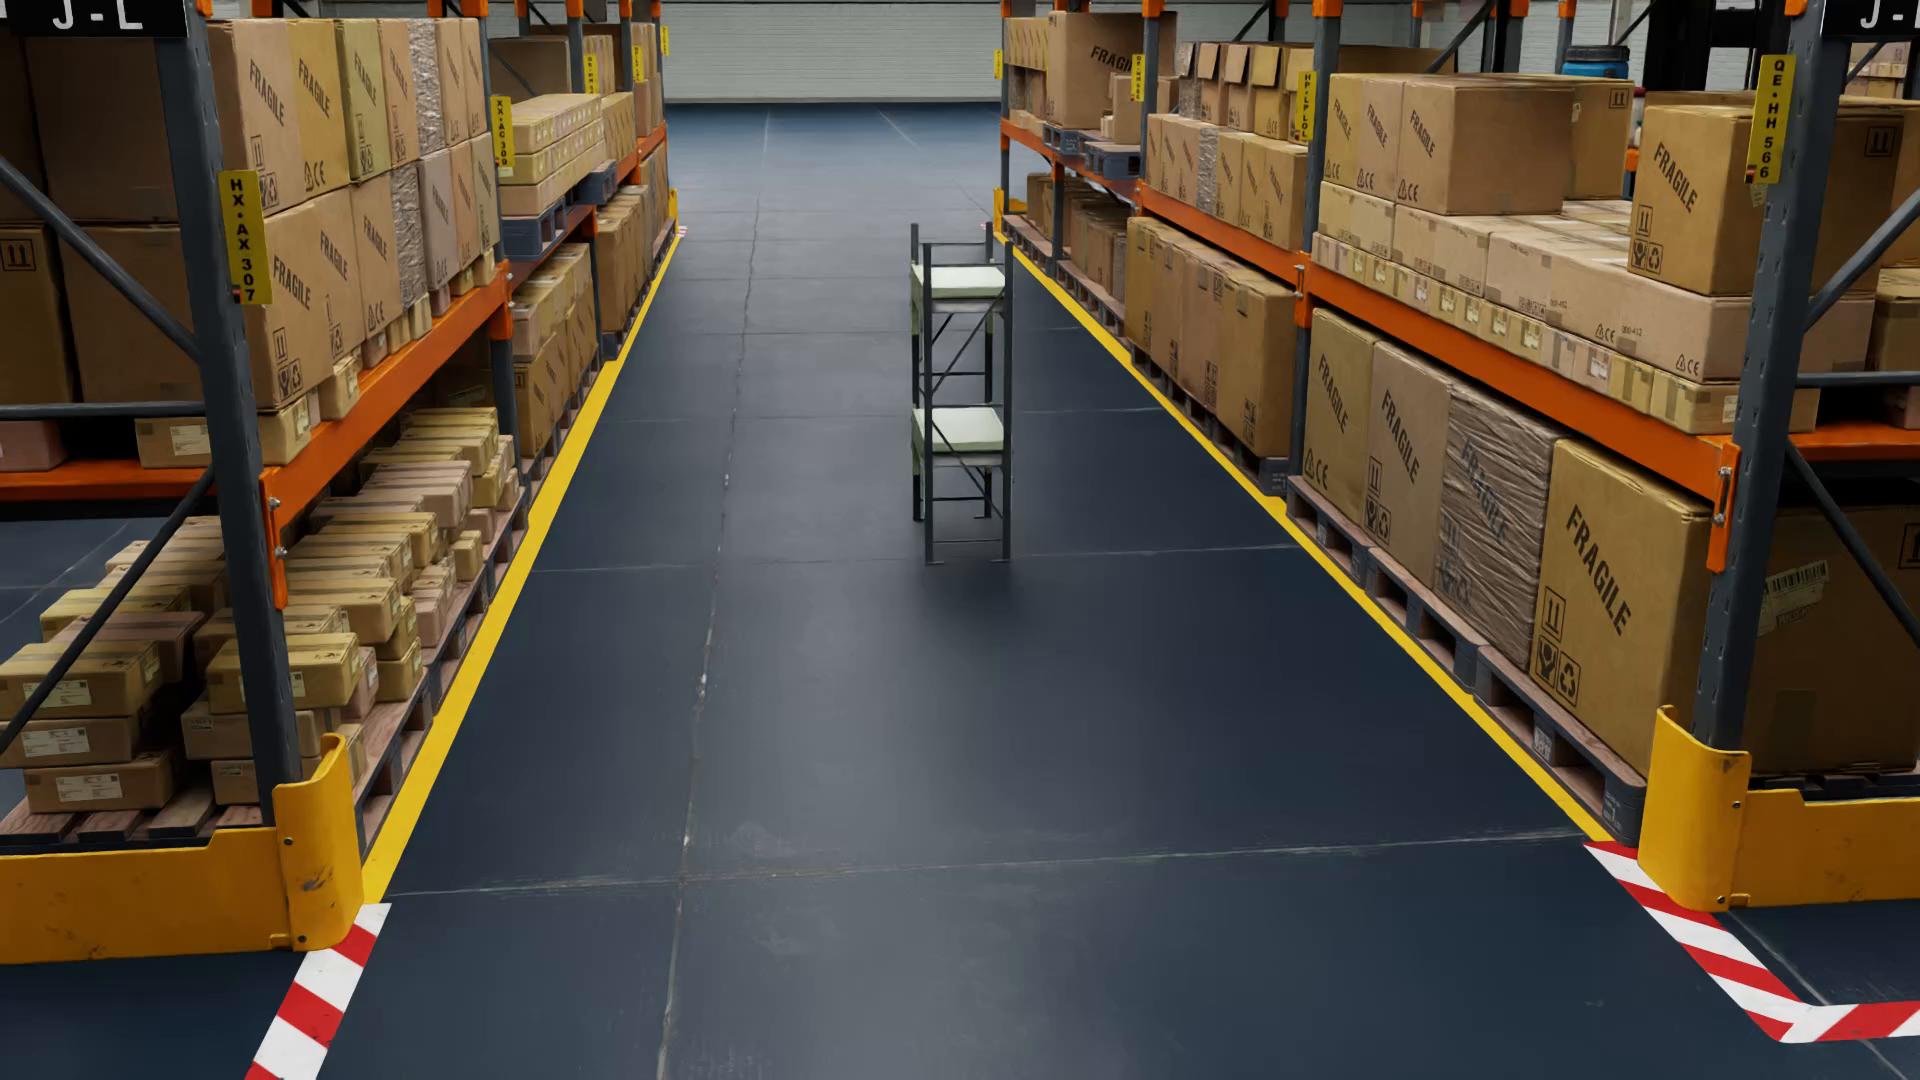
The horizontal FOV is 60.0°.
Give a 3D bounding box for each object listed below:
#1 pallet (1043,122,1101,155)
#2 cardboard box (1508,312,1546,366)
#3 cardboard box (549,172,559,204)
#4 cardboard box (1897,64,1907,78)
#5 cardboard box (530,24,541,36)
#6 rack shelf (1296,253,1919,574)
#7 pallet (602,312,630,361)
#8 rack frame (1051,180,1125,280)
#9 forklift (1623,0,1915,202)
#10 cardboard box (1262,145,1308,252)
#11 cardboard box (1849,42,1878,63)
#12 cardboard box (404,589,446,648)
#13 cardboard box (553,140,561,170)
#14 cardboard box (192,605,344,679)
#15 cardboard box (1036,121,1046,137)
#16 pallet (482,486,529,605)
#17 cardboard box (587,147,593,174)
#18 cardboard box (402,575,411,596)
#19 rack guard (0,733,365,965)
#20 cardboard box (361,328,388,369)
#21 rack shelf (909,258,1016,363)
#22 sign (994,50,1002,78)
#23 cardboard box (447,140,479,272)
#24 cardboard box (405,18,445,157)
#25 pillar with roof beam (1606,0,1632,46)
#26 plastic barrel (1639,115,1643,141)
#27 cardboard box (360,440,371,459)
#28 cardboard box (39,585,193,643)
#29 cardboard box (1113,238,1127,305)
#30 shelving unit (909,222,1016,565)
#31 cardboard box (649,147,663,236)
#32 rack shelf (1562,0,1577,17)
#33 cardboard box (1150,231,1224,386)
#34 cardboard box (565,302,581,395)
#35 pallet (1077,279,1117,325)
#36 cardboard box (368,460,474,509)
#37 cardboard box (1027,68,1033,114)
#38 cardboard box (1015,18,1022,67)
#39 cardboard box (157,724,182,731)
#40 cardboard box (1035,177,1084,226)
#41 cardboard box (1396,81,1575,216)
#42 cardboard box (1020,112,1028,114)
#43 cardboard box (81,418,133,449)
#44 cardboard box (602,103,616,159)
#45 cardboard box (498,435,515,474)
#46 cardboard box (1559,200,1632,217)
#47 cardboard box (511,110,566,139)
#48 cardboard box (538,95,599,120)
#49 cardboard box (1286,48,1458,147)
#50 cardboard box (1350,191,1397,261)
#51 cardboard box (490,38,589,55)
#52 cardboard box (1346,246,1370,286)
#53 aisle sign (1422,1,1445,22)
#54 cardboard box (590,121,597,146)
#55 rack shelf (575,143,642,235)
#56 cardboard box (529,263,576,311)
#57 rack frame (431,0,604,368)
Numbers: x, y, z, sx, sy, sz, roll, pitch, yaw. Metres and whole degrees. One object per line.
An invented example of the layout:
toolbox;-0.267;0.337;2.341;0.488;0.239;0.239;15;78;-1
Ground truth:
pallet;1.341;-3.688;15.235;1.003;0.211;1.213;-2;18;-6
cardboard box;2.173;-0.716;5.870;0.380;0.149;0.250;-2;18;-7
cardboard box;-2.352;-1.874;8.856;0.380;0.149;0.250;-2;18;-5
cardboard box;10.832;-5.284;18.749;0.380;0.149;0.250;-2;18;-5
cardboard box;-3.714;-4.746;16.234;0.875;0.550;0.550;-2;18;-6
rack shelf;2.438;-0.689;6.564;1.077;0.370;4.000;-2;18;-6
pallet;-3.131;-1.603;12.931;1.003;0.211;1.213;-2;18;-6
rack frame;1.406;-4.011;15.946;1.000;3.000;0.127;-2;18;-6
forklift;4.928;-2.140;10.101;3.031;2.935;1.130;-9;19;-25
cardboard box;1.912;-1.806;8.756;0.500;0.500;0.500;-2;18;-5
cardboard box;10.948;-5.863;19.511;0.700;0.500;0.500;-2;18;-7
cardboard box;-2.154;0.302;6.265;0.380;0.149;0.250;-3;18;-8
cardboard box;-2.379;-2.090;9.049;0.380;0.149;0.250;-3;18;-8
cardboard box;-2.164;0.318;5.221;0.380;0.149;0.250;-1;17;-5
cardboard box;0.973;-4.169;16.867;0.380;0.149;0.250;-2;18;-6
pallet;-2.608;0.025;7.746;1.003;0.211;1.213;-2;18;-6
cardboard box;-2.544;-2.419;10.593;0.380;0.149;0.250;-2;18;-6
cardboard box;-2.293;0.152;6.247;0.380;0.149;0.250;-1;17;-3
rack guard;-2.308;0.857;4.613;1.175;0.500;0.348;-2;18;-6
cardboard box;-2.213;-0.685;5.771;0.380;0.149;0.250;-2;18;-7
rack shelf;-0.001;-1.090;7.842;0.431;0.370;0.720;-2;18;-6
sign;0.454;-5.599;19.559;0.100;0.325;0.005;-2;18;-6
cardboard box;-2.329;-1.404;6.978;0.500;0.500;0.500;-2;18;-7
cardboard box;-2.298;-1.733;6.356;0.500;0.500;0.500;-1;17;-4
pillar with roof beam;10.569;-13.572;36.385;9.100;9.000;0.400;-2;18;-6
plastic barrel;6.289;-3.719;14.787;0.433;0.535;0.433;0;17;0
cardboard box;-2.838;-0.362;7.387;0.380;0.149;0.250;-2;18;-6
cardboard box;-2.728;0.263;5.396;0.380;0.149;0.250;-2;18;-7
cardboard box;1.660;-2.201;13.618;0.700;0.500;0.500;-3;18;-10
shelving unit;-0.001;-0.718;7.959;0.431;1.500;0.755;-2;18;-6
cardboard box;-3.722;-3.804;18.133;0.875;0.875;0.875;-2;18;-7
rack shelf;6.539;-4.656;14.194;1.077;0.370;4.000;-2;18;-6
cardboard box;1.954;-1.534;10.902;1.225;0.875;0.875;-2;18;-5
cardboard box;-2.676;-1.204;10.477;0.500;0.500;0.500;-3;18;-8
pallet;1.617;-2.085;14.465;1.003;0.211;1.213;-2;18;-6
cardboard box;-2.249;-0.224;6.949;0.380;0.149;0.250;-3;18;-8
cardboard box;1.203;-4.932;18.217;0.875;0.500;0.500;-2;18;-6
cardboard box;0.877;-5.399;18.035;0.500;0.500;0.500;-2;18;-6
cardboard box;-2.689;0.623;5.243;0.380;0.149;0.250;-1;17;-4
cardboard box;1.137;-3.847;18.896;0.500;0.500;0.500;3;18;9
cardboard box;2.128;-1.604;6.779;0.500;0.500;0.500;-2;18;-7
cardboard box;0.869;-4.692;18.535;0.380;0.149;0.250;-2;18;-6
cardboard box;-2.603;-0.357;4.725;0.380;0.149;0.250;-2;18;-6
cardboard box;-3.010;-3.188;13.157;0.500;0.500;0.500;-2;18;-6
cardboard box;-2.364;-0.403;8.014;0.380;0.149;0.250;-1;17;-5
cardboard box;2.647;-1.269;6.964;0.500;0.250;0.500;-1;17;-5
cardboard box;-2.404;-2.311;9.254;0.380;0.149;0.250;-2;18;-6
cardboard box;-2.595;-2.854;10.985;0.380;0.149;0.250;-2;18;-6
cardboard box;2.157;-2.344;8.794;0.797;0.503;0.637;-2;18;-7
cardboard box;2.066;-1.402;7.388;0.500;0.250;0.500;-2;18;-6
cardboard box;-3.270;-3.659;12.987;0.700;0.500;0.500;-2;18;-6
cardboard box;1.986;-1.253;7.579;0.380;0.149;0.250;-1;17;-4
aisle sign;5.622;-6.609;19.880;0.394;0.787;0.004;-2;18;-6
cardboard box;-2.562;-2.628;10.762;0.380;0.149;0.250;-1;17;-4
rack shelf;-3.331;-2.949;13.764;1.077;0.370;4.000;-2;18;-6
cardboard box;-2.694;-1.564;10.372;0.500;0.250;0.500;-1;17;-4
rack frame;-3.125;-2.696;11.758;1.000;3.000;0.127;-2;18;-6
